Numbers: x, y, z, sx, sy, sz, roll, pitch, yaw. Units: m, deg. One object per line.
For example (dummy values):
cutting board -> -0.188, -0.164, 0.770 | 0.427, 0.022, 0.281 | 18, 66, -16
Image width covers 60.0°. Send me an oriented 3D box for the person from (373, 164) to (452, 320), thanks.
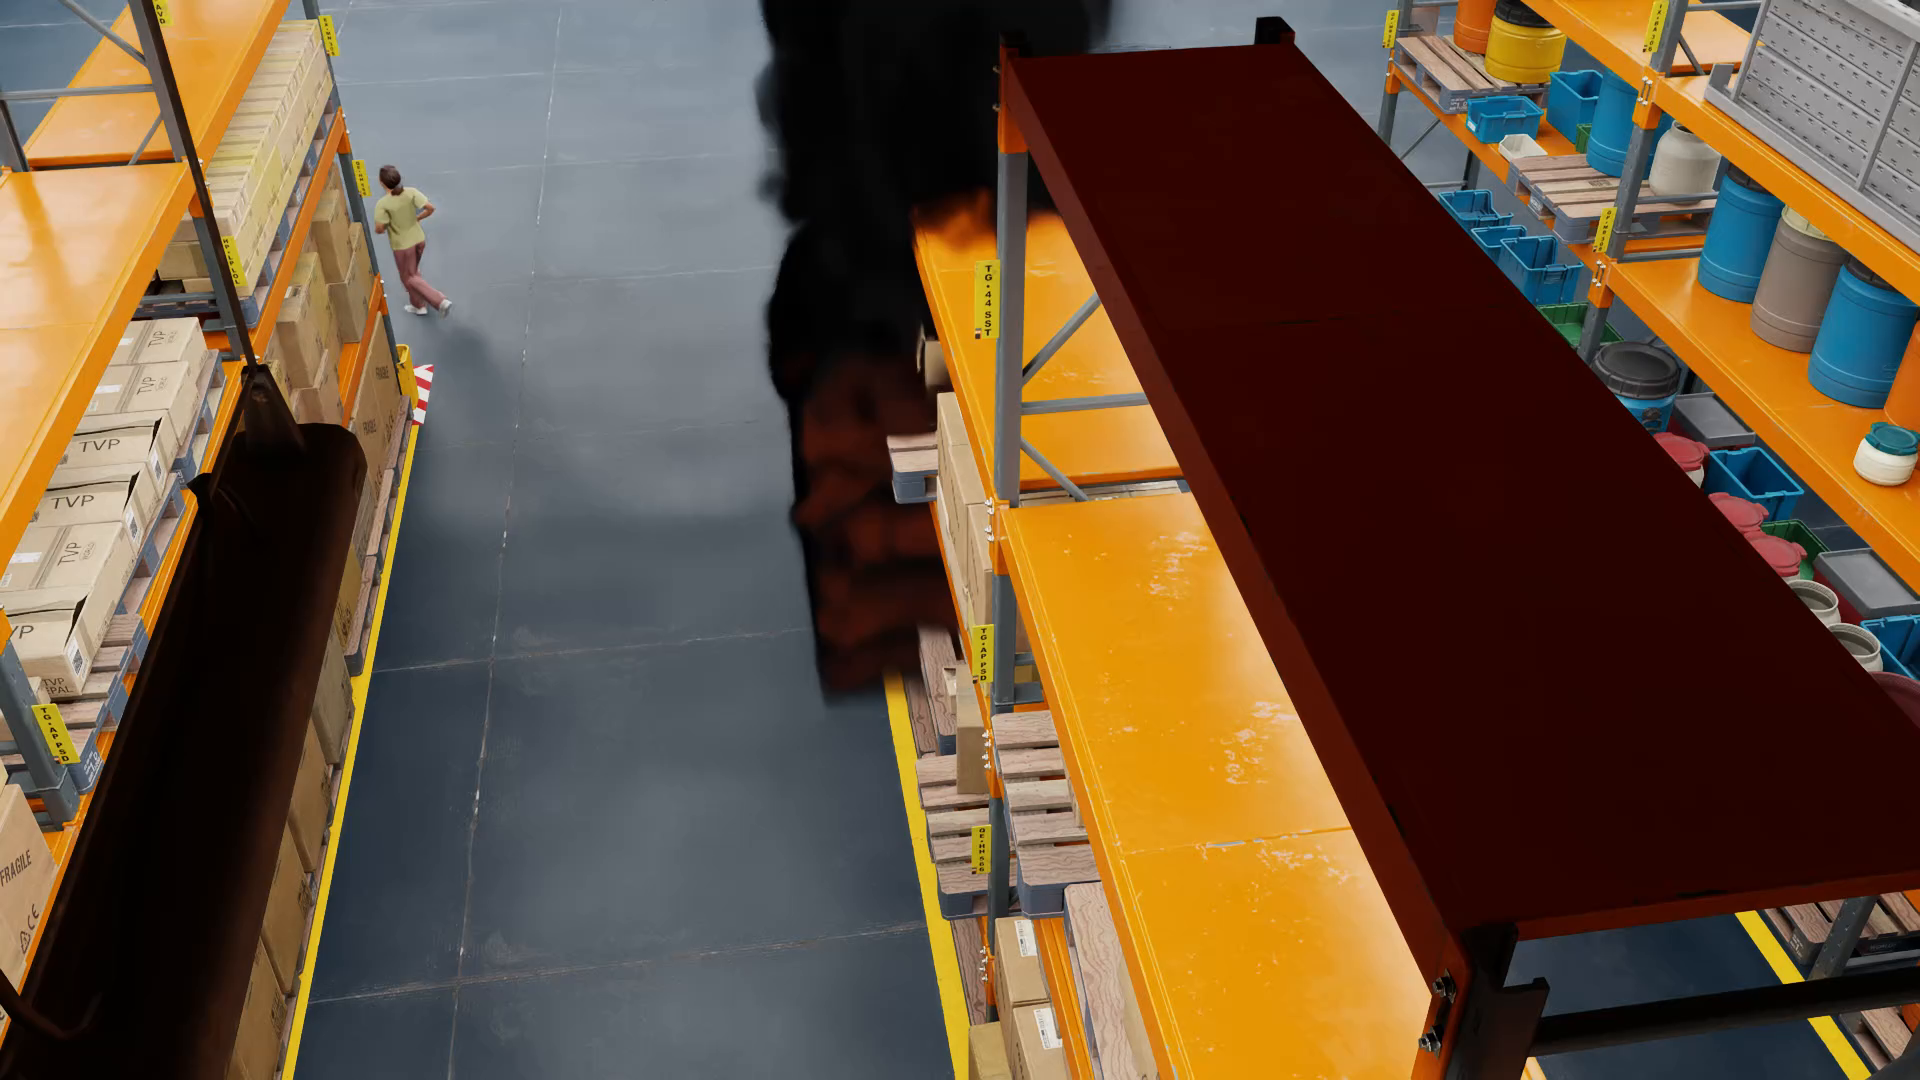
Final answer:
person -> -5.300, -2.818, 15.950 | 0.733, 1.659, 0.579 | 24, 43, 29
